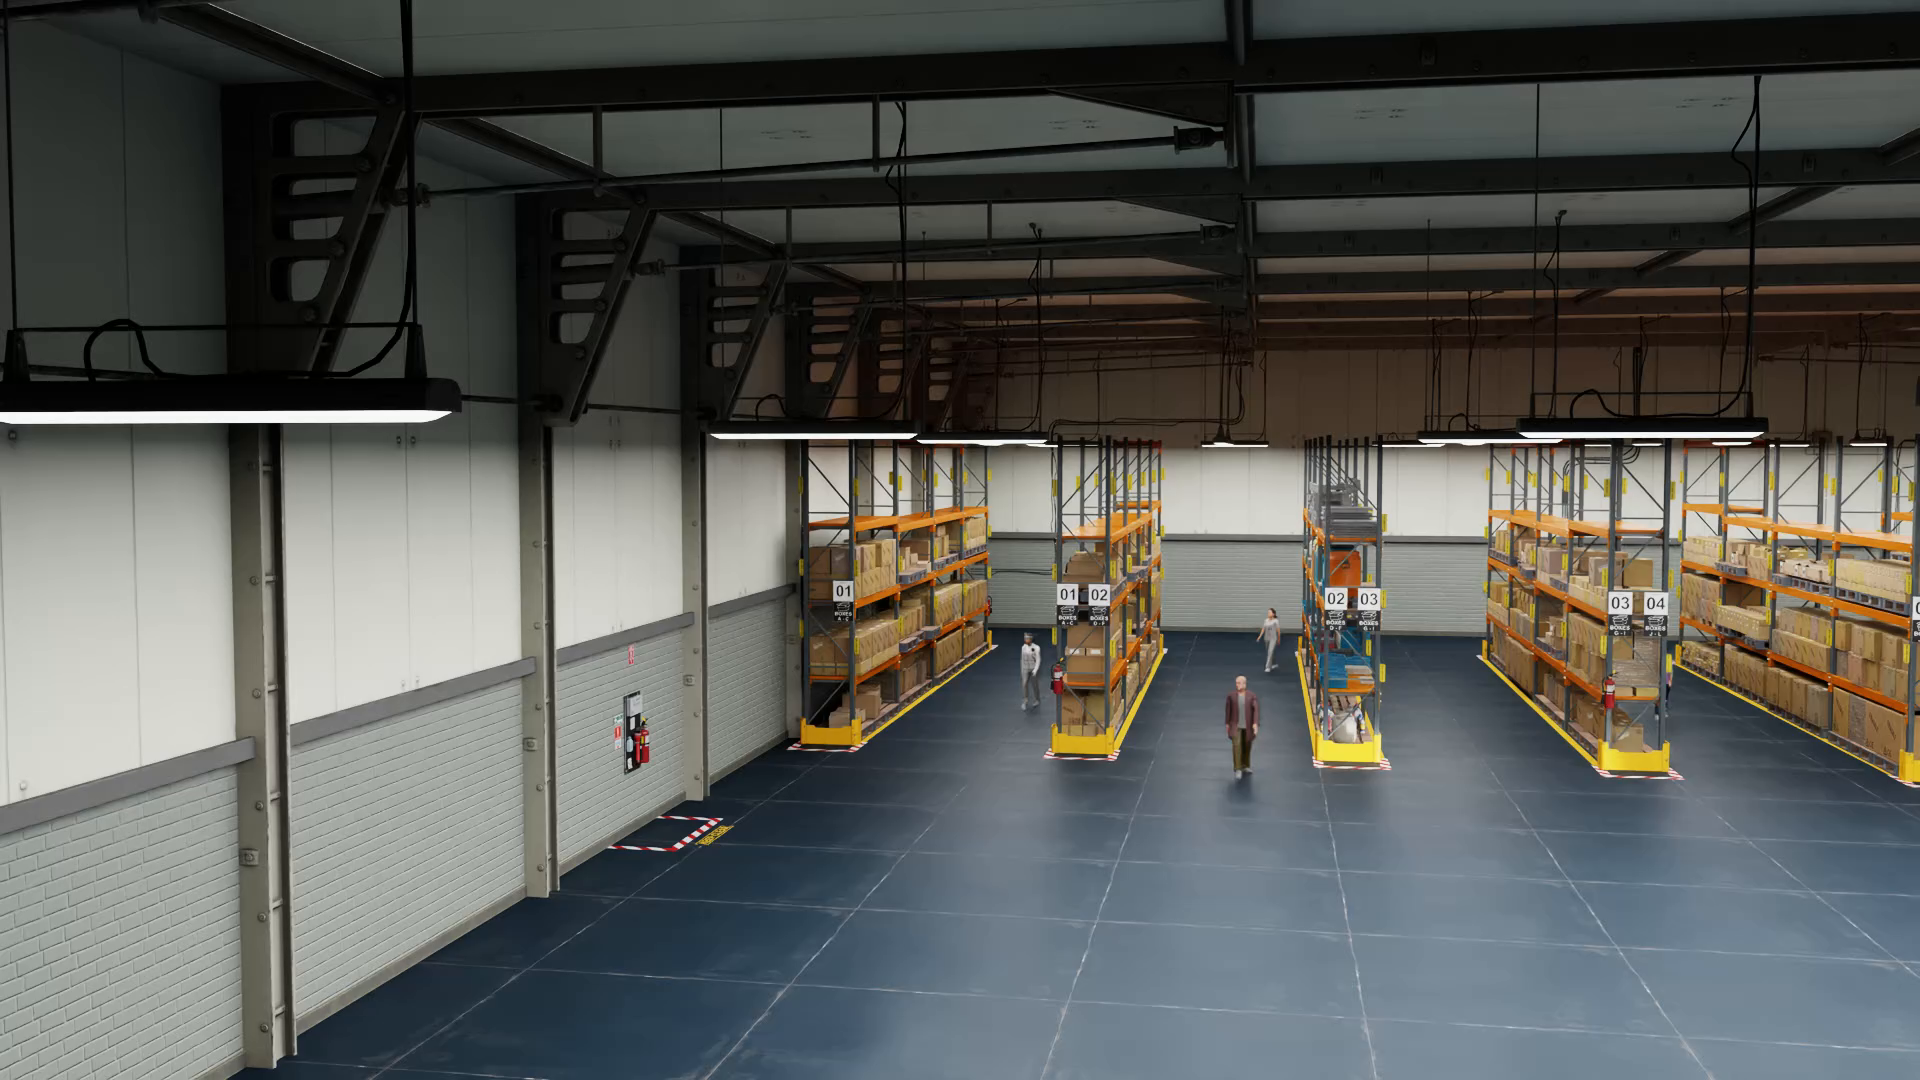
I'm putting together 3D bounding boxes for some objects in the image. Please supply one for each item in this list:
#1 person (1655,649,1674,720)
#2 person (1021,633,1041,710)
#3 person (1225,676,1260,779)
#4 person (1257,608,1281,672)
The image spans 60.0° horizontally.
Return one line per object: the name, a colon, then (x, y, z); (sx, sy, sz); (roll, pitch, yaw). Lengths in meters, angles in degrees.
person: (14.890, 3.017, 35.250); (0.432, 1.552, 0.903); (1, 3, 25)
person: (1.545, 2.891, 36.919); (0.521, 1.662, 0.803); (1, 3, 24)
person: (4.927, 3.256, 29.008); (0.609, 1.744, 1.046); (1, 3, 10)
person: (8.004, 2.569, 42.966); (0.534, 1.613, 1.042); (2, 4, 35)
